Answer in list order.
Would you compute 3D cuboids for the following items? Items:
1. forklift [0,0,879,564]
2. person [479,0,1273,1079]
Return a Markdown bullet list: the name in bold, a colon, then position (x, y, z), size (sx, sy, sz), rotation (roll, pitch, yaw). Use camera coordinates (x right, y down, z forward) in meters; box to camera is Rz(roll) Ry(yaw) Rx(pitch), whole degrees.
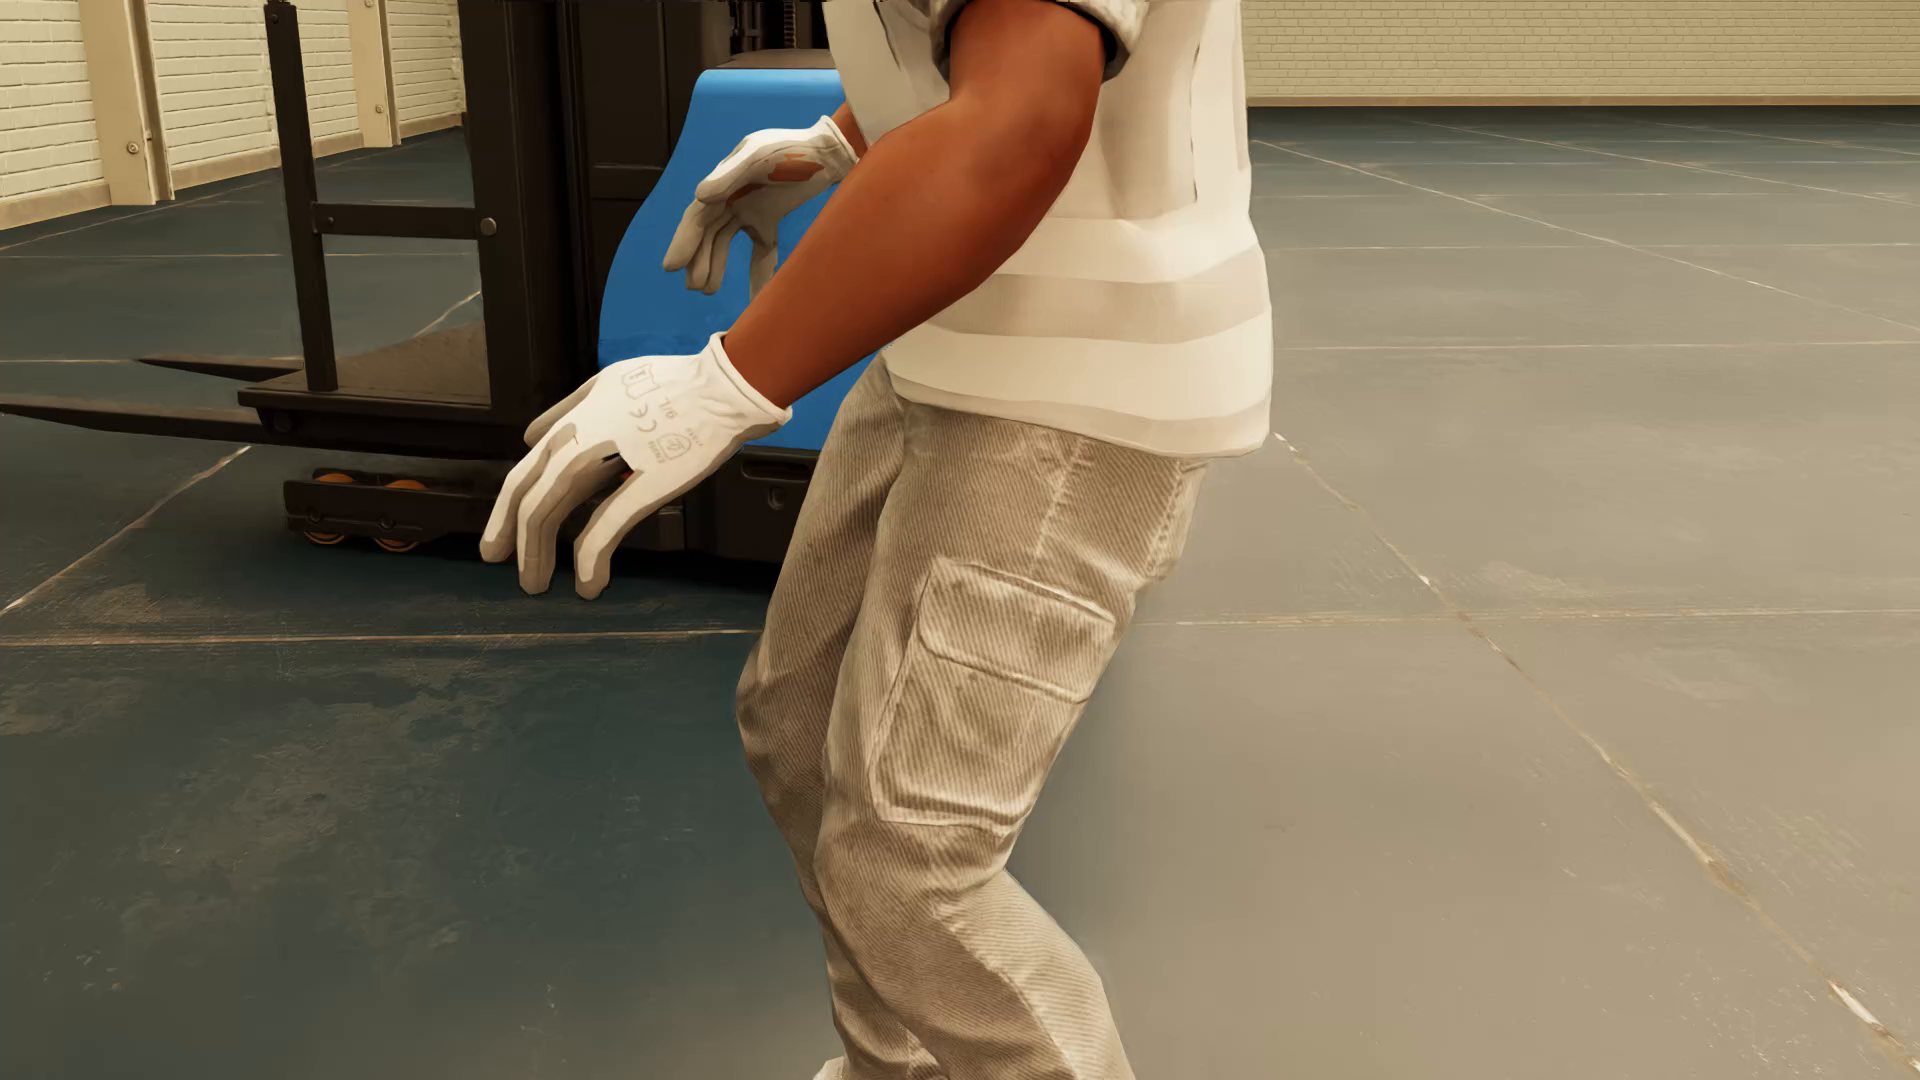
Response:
- **forklift**: position (-1.058, -1.515, 3.859), size (3.031, 2.935, 1.130), rotation (5, 18, 16)
- **person**: position (-0.047, -0.107, 1.401), size (0.624, 1.726, 0.809), rotation (-2, 17, -8)
